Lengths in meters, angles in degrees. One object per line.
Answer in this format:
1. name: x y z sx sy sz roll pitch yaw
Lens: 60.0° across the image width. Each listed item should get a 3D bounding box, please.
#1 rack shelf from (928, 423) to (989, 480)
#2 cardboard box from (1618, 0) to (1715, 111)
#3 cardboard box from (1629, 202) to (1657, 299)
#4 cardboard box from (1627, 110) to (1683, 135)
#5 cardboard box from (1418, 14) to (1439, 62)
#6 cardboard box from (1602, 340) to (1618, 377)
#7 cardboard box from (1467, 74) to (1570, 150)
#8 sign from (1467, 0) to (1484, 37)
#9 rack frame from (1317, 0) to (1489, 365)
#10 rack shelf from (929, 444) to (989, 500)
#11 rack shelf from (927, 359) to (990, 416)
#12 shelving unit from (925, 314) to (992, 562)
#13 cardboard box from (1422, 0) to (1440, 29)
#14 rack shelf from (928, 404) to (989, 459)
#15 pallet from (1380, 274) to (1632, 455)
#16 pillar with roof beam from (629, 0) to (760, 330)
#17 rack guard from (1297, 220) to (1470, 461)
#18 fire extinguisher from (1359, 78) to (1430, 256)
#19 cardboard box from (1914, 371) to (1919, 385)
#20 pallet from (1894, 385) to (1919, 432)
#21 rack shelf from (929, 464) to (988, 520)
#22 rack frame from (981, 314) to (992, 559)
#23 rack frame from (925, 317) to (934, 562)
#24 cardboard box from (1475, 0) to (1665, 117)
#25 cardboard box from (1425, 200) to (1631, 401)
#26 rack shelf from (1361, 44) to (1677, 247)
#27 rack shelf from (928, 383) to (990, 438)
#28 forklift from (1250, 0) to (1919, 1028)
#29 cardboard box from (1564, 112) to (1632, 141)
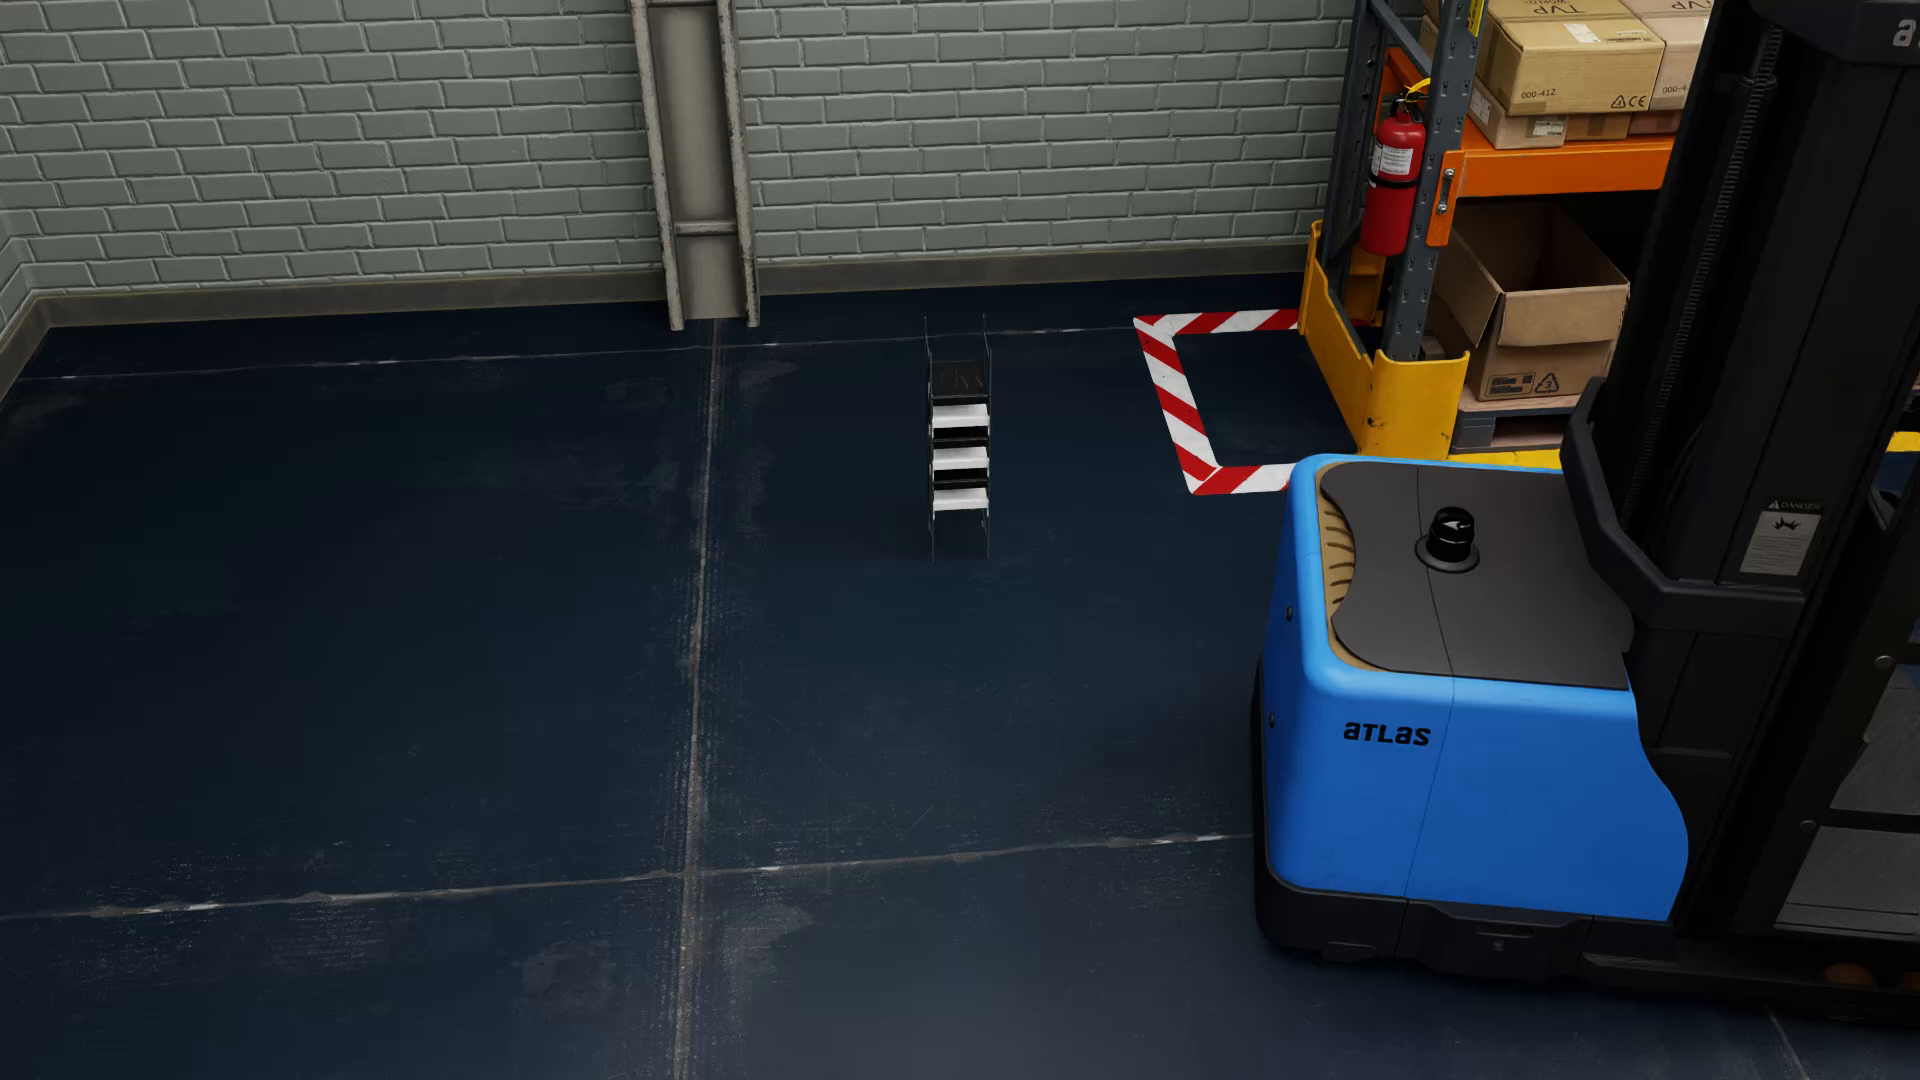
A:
1. rack shelf: -0.008 -0.327 5.991 0.200 0.077 0.258 -3 38 -4
2. cardboard box: 2.632 -1.758 5.937 0.500 0.250 0.500 -3 38 -3
3. cardboard box: 3.126 -0.995 6.768 0.500 0.500 0.700 -2 38 -2
4. cardboard box: 2.513 -1.642 6.112 0.250 0.149 0.380 -4 38 -5
5. cardboard box: 1.960 -1.898 6.437 0.250 0.149 0.380 -4 38 -4
6. cardboard box: 2.698 -0.833 6.847 0.250 0.149 0.380 -5 39 -6
7. cardboard box: 2.005 -1.563 6.013 0.250 0.149 0.380 -3 38 -4
8. sign: 1.702 -1.818 5.434 0.005 0.325 0.100 -3 38 -4
9. rack frame: 1.654 -1.813 6.126 0.127 3.000 1.000 -3 38 -4
10. rack shelf: -0.008 -0.256 6.047 0.200 0.077 0.258 -3 38 -4
11. rack shelf: -0.008 -0.539 5.824 0.200 0.077 0.258 -3 38 -4
12. shelving unit: -0.008 -0.353 5.971 0.210 0.900 0.258 -3 38 -4
13. cardboard box: 2.088 -2.060 6.320 0.500 0.250 0.500 -2 38 -3
14. rack shelf: -0.008 -0.397 5.936 0.200 0.077 0.258 -3 38 -4
15. pallet: 2.523 -0.767 7.052 1.213 0.211 1.003 -3 38 -4
16. pillar with roof beam: -0.731 -1.920 1.419 0.400 9.000 9.100 -3 38 -4
17. rack guard: 1.729 -0.836 6.906 0.348 0.500 1.175 -3 38 -4
18. fire extinguisher: 1.548 -1.343 5.894 0.183 0.674 0.296 -3 38 -4
19. cardboard box: 3.662 -0.962 6.727 0.500 0.500 0.500 -2 38 -3
20. pallet: 3.736 -0.832 7.134 1.213 0.211 1.003 -3 38 -4
21. rack shelf: -0.008 -0.185 6.103 0.200 0.077 0.258 -3 38 -4
22. rack frame: 0.093 -0.358 5.978 0.006 0.900 0.240 -3 38 -4
23. rack frame: -0.109 -0.347 5.964 0.006 0.900 0.240 -3 38 -4
24. cardboard box: 2.129 -1.730 5.902 0.500 0.250 0.500 -3 38 -4
25. cardboard box: 2.271 -0.973 6.738 0.637 0.503 0.797 -5 39 -6
26. rack shelf: 3.646 -1.641 6.488 4.000 0.370 1.077 -3 38 -4
27. rack shelf: -0.008 -0.468 5.880 0.200 0.077 0.258 -3 38 -4
28. forklift: 2.402 -0.166 4.094 3.031 2.935 1.130 4 38 5
29. cardboard box: 2.255 -1.606 6.066 0.250 0.149 0.380 -2 38 -3
